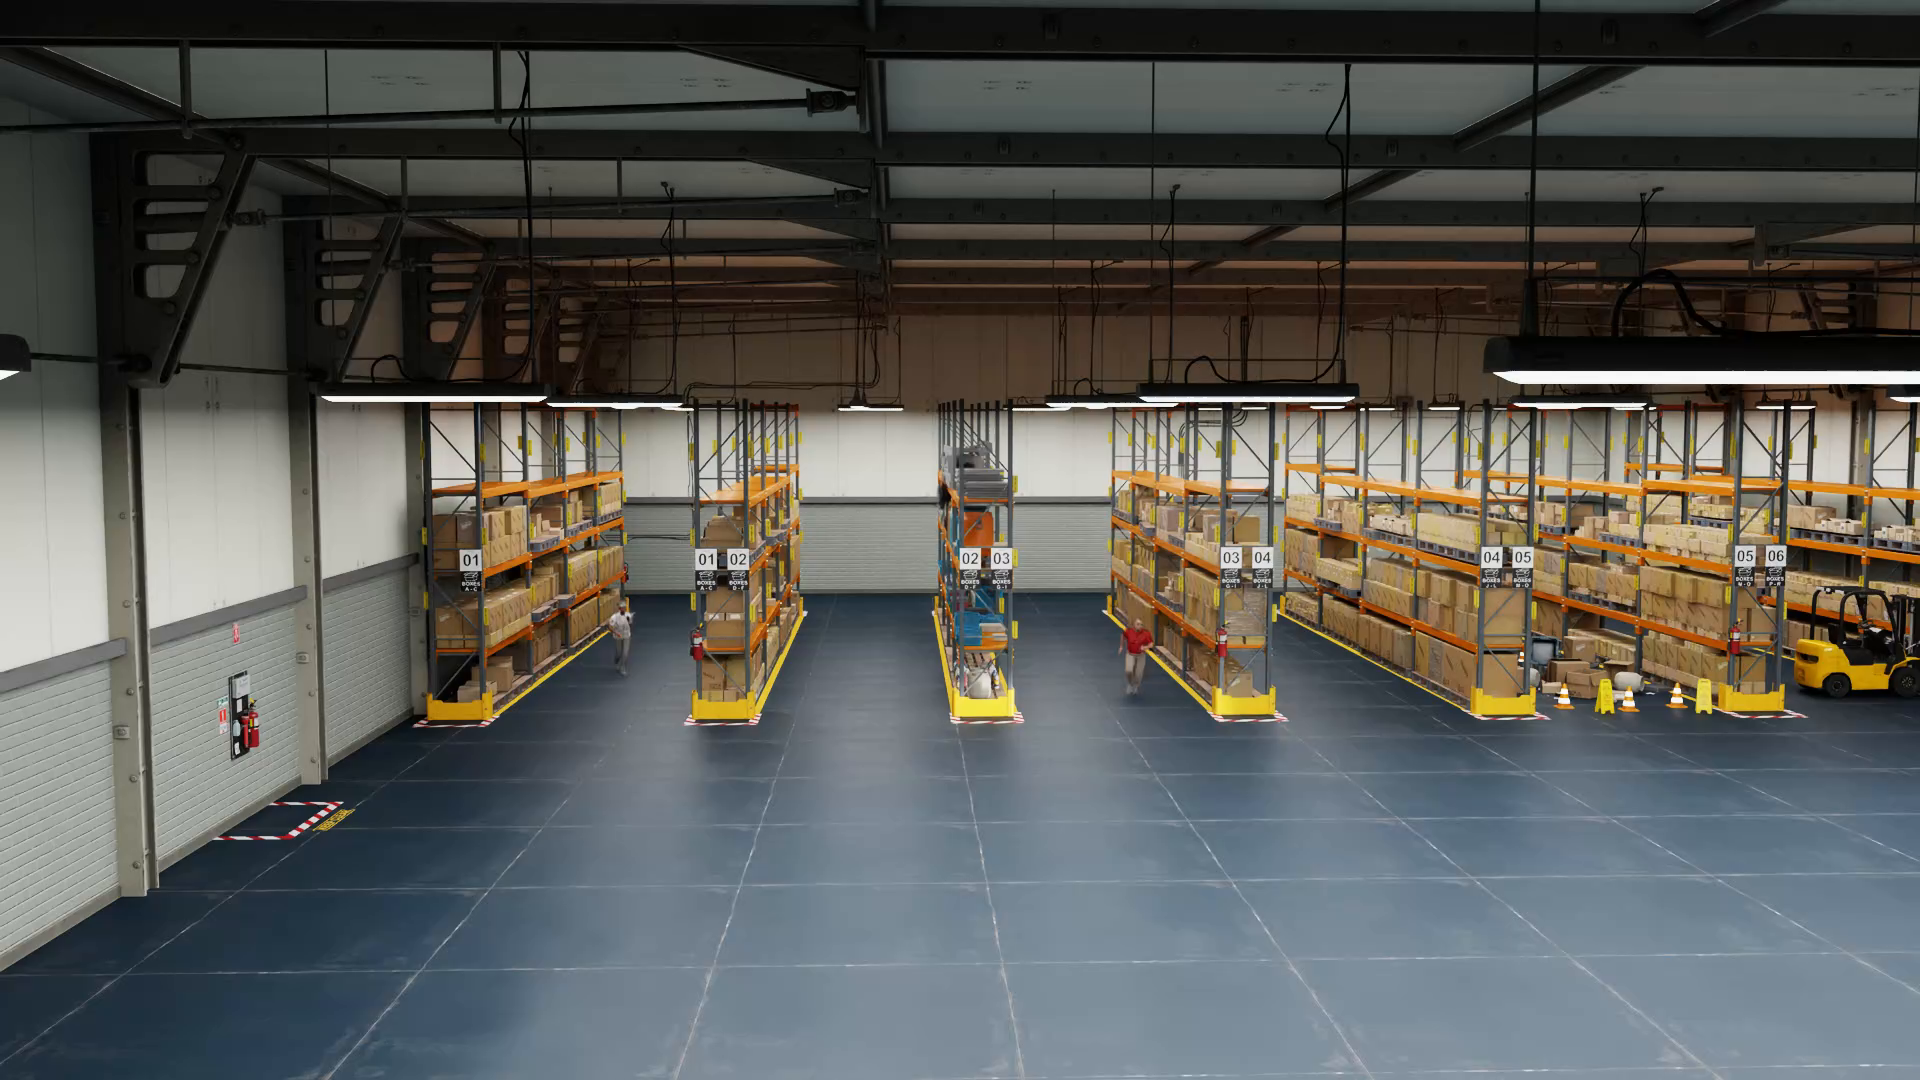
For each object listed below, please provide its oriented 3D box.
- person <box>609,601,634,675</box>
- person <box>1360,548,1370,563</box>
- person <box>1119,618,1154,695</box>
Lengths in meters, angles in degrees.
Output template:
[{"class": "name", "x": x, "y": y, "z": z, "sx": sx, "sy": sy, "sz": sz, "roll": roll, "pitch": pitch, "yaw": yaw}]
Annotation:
[{"class": "person", "x": -7.457, "y": 2.140, "z": 36.591, "sx": 0.570, "sy": 1.641, "sz": 0.724, "roll": -2, "pitch": 5, "yaw": -22}, {"class": "person", "x": 11.888, "y": 1.099, "z": 49.134, "sx": 0.697, "sy": 1.783, "sz": 0.641, "roll": -1, "pitch": 5, "yaw": -16}, {"class": "person", "x": 3.566, "y": 2.354, "z": 33.681, "sx": 0.678, "sy": 1.594, "sz": 0.969, "roll": 0, "pitch": 4, "yaw": 2}]
